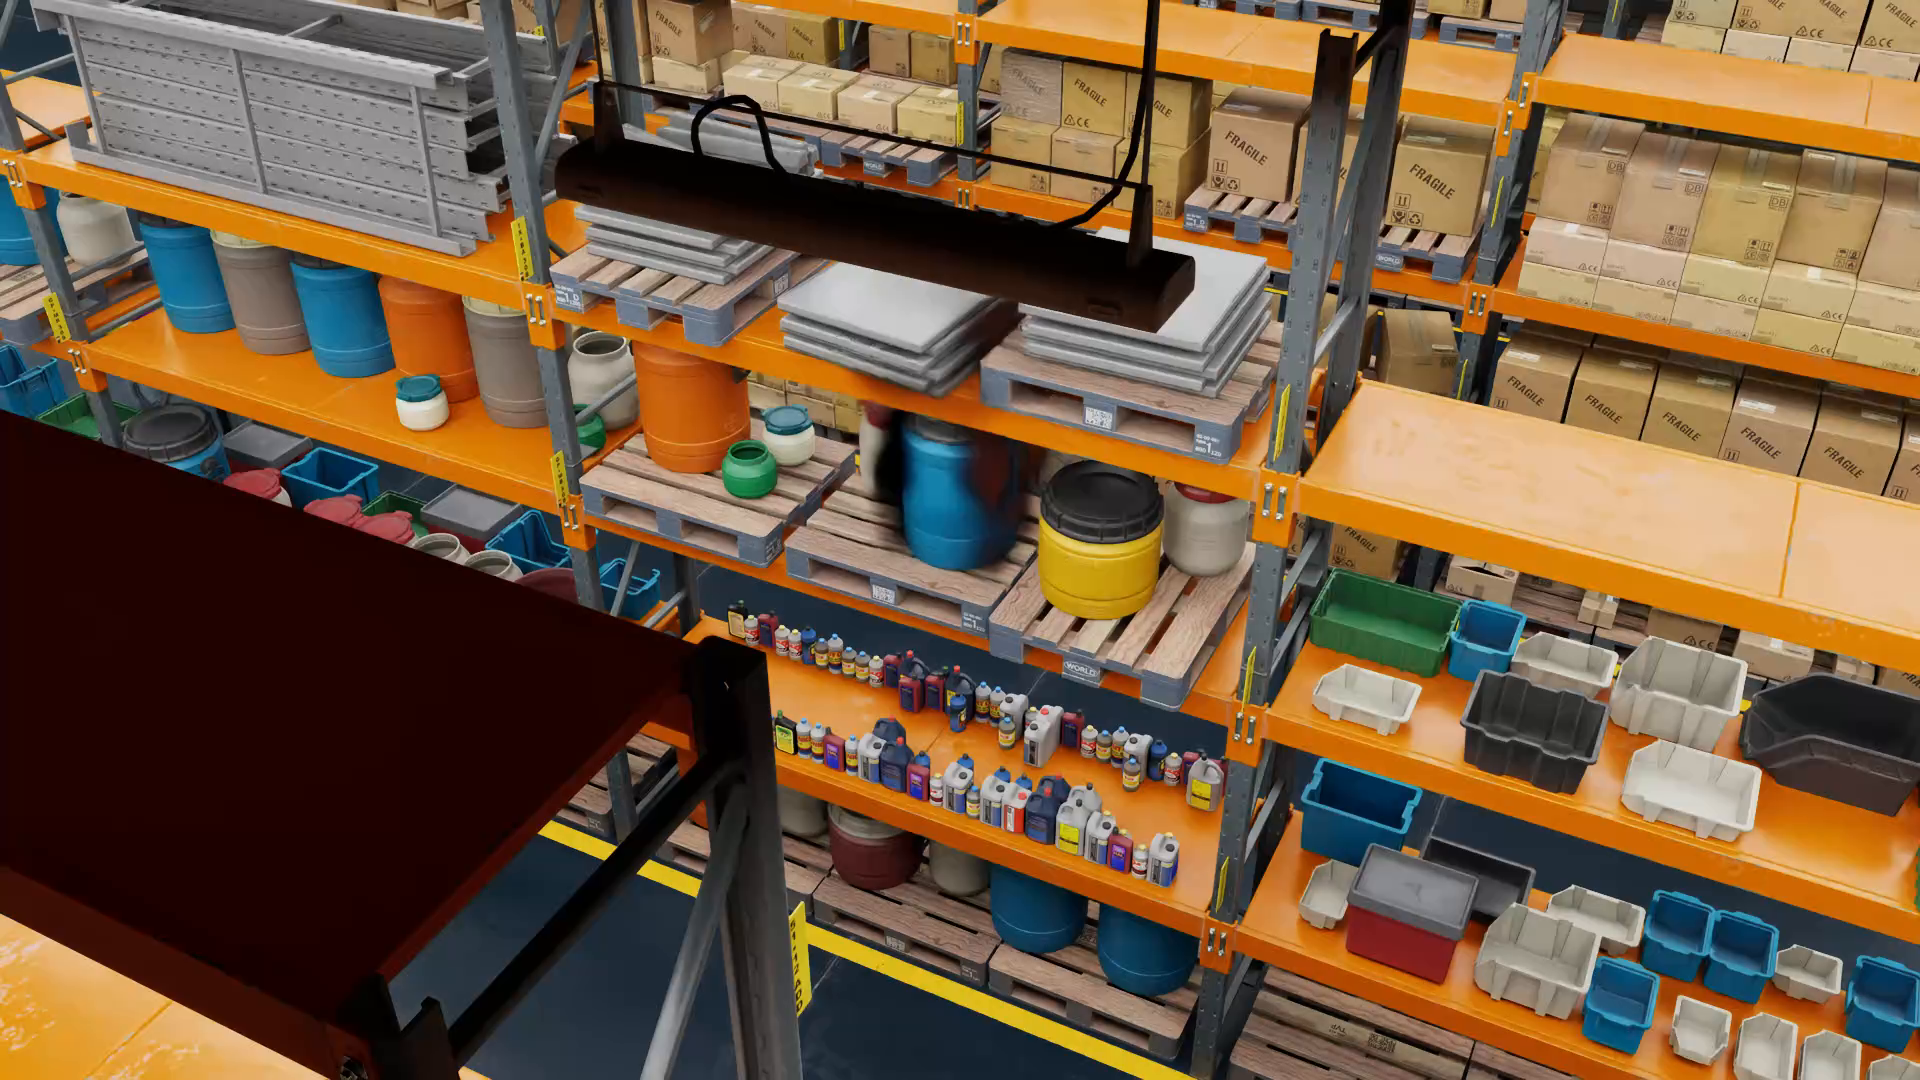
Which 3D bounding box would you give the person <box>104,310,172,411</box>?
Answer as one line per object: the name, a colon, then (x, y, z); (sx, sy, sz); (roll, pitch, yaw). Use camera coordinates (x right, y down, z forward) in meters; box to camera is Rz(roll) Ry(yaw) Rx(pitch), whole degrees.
person: (-7.302, -1.606, 14.698); (0.650, 1.851, 0.390); (16, 38, 22)
